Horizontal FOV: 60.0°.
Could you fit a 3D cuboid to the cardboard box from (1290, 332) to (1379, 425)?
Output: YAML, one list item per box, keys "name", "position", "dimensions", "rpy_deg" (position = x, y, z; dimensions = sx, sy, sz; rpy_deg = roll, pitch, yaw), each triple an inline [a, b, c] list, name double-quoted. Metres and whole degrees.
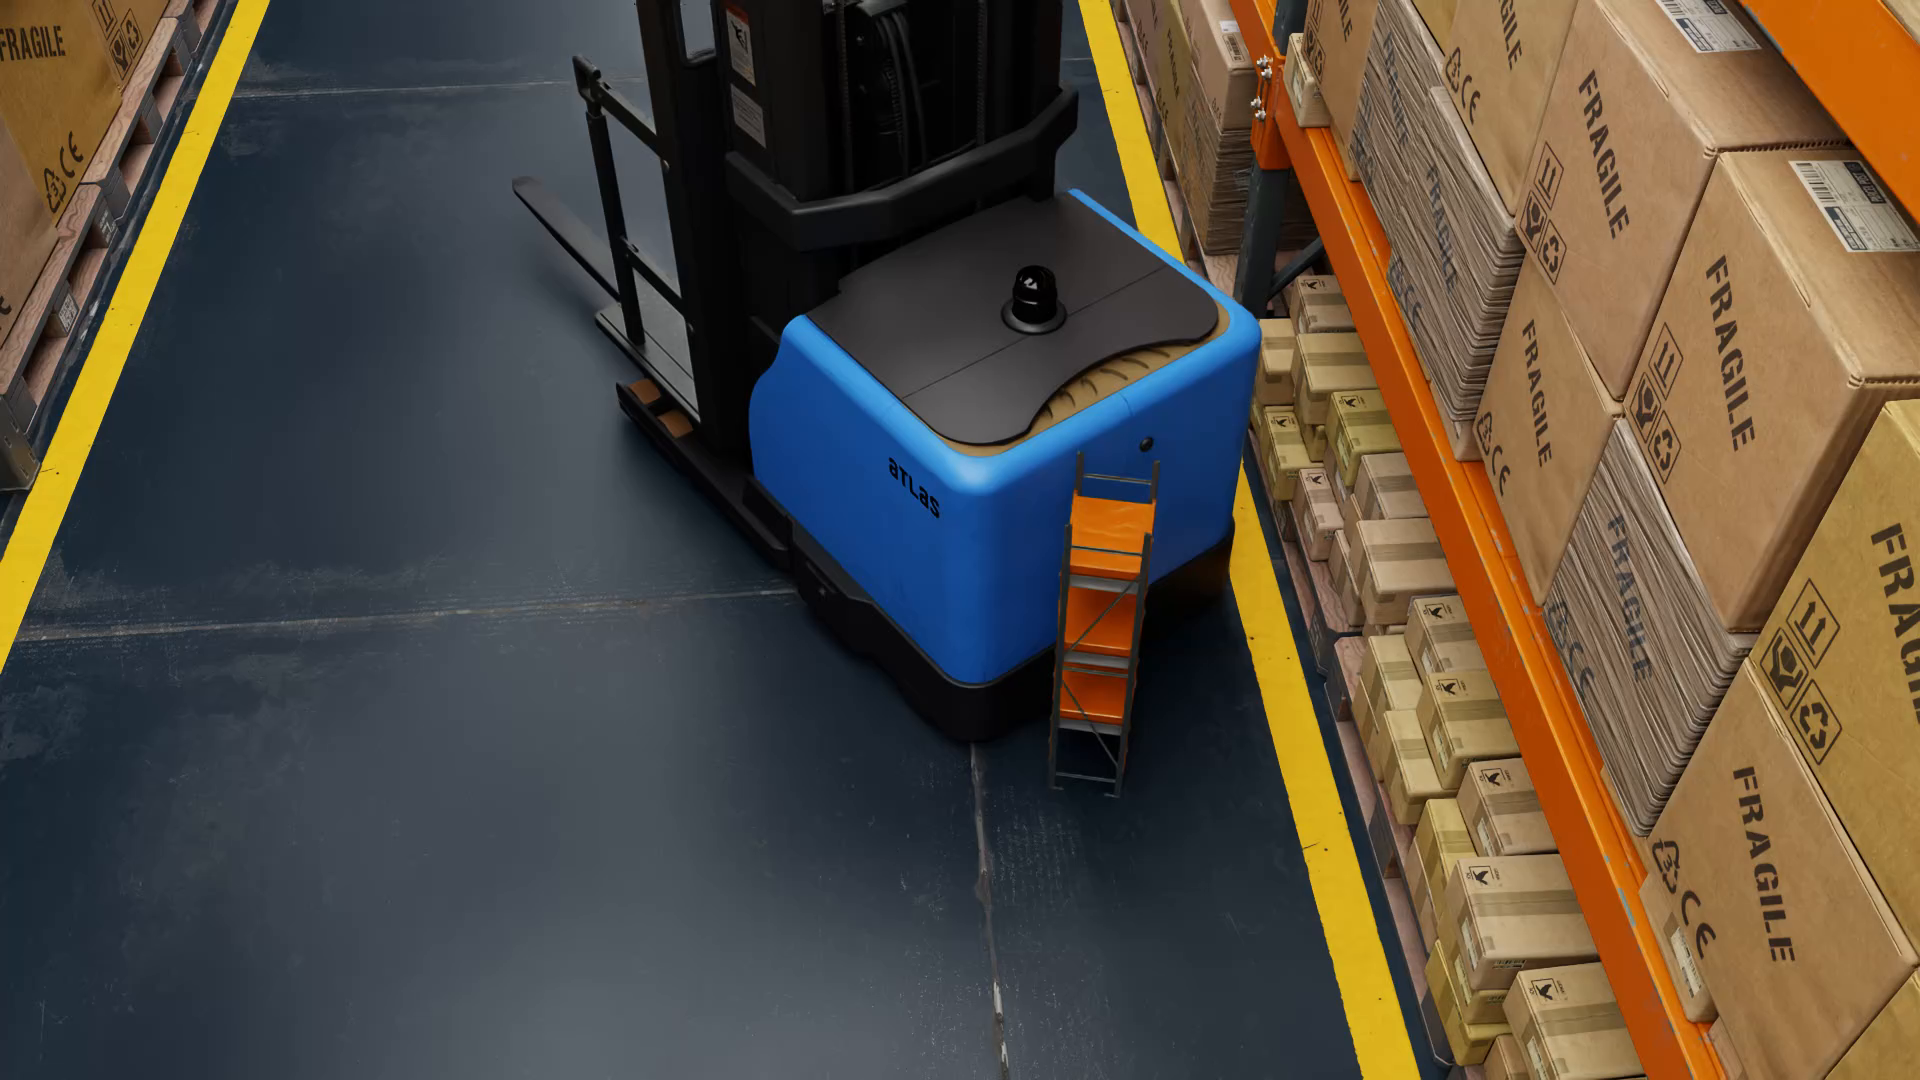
- name: "cardboard box"
  position: [1.192, -0.479, 4.902]
  dimensions: [0.380, 0.149, 0.250]
  rpy_deg: [-1, 47, -1]

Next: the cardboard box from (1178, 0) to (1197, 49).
- name: "cardboard box"
  position: [1.061, -2.014, 6.007]
  dimensions: [0.500, 0.250, 0.500]
  rpy_deg: [-1, 47, -1]

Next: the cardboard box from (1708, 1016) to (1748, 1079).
- name: "cardboard box"
  position: [1.412, 0.824, 2.576]
  dimensions: [0.380, 0.149, 0.250]
  rpy_deg: [-4, 47, -4]

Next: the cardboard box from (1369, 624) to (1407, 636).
- name: "cardboard box"
  position: [1.303, 0.188, 4.475]
  dimensions: [0.380, 0.149, 0.250]
  rpy_deg: [-2, 47, -1]

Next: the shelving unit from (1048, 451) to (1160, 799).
- name: "shelving unit"
  position: [0.361, 0.249, 4.291]
  dimensions: [0.215, 1.050, 0.252]
  rpy_deg: [7, 47, 6]

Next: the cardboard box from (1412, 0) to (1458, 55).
- name: "cardboard box"
  position: [1.259, -1.340, 3.491]
  dimensions: [0.500, 0.500, 0.500]
  rpy_deg: [-5, 47, -4]

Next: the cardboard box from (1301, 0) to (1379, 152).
- name: "cardboard box"
  position: [1.196, -1.338, 4.177]
  dimensions: [0.500, 0.500, 0.500]
  rpy_deg: [-4, 47, -4]

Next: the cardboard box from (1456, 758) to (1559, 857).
- name: "cardboard box"
  position: [1.383, 0.638, 3.844]
  dimensions: [0.380, 0.149, 0.250]
  rpy_deg: [-5, 47, -5]

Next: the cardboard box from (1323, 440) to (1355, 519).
- name: "cardboard box"
  position: [1.284, -0.208, 4.850]
  dimensions: [0.380, 0.149, 0.250]
  rpy_deg: [-4, 47, -4]

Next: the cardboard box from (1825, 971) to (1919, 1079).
- name: "cardboard box"
  position: [1.446, 0.873, 2.083]
  dimensions: [0.500, 0.500, 0.500]
  rpy_deg: [-3, 47, -2]

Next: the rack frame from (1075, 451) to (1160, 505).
- name: "rack frame"
  position: [0.381, 0.162, 4.374]
  dimensions: [0.200, 1.050, 0.008]
  rpy_deg: [7, 47, 6]

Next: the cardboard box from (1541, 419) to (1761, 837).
- name: "cardboard box"
  position: [1.356, 0.134, 2.783]
  dimensions: [0.500, 0.500, 0.500]
  rpy_deg: [-3, 47, -3]

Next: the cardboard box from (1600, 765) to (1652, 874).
- name: "cardboard box"
  position: [1.375, 0.449, 2.932]
  dimensions: [0.380, 0.149, 0.250]
  rpy_deg: [-5, 47, -5]

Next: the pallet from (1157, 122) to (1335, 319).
- name: "pallet"
  position: [1.339, -1.179, 6.221]
  dimensions: [1.003, 0.211, 1.213]
  rpy_deg: [-3, 47, -3]

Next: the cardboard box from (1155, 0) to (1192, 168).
- name: "cardboard box"
  position: [1.050, -1.751, 6.275]
  dimensions: [0.500, 0.500, 0.500]
  rpy_deg: [-4, 47, -4]

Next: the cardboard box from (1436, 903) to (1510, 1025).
- name: "cardboard box"
  position: [1.310, 0.939, 3.765]
  dimensions: [0.380, 0.149, 0.250]
  rpy_deg: [-3, 47, -3]

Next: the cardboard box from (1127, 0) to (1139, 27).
- name: "cardboard box"
  position: [0.969, -2.492, 6.976]
  dimensions: [0.500, 0.500, 0.500]
  rpy_deg: [-5, 47, -4]

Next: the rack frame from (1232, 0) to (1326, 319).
- name: "rack frame"
  position: [1.405, -1.575, 4.675]
  dimensions: [1.000, 3.000, 0.127]
  rpy_deg: [-3, 47, -3]

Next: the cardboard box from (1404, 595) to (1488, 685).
- name: "cardboard box"
  position: [1.352, 0.270, 4.193]
  dimensions: [0.380, 0.149, 0.250]
  rpy_deg: [-5, 47, -5]

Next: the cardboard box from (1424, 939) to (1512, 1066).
- name: "cardboard box"
  position: [1.312, 1.052, 3.862]
  dimensions: [0.380, 0.149, 0.250]
  rpy_deg: [-5, 47, -5]

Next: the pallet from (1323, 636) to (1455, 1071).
- name: "pallet"
  position: [1.602, 0.753, 4.392]
  dimensions: [1.003, 0.211, 1.213]
  rpy_deg: [-3, 47, -3]

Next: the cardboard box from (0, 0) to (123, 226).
- name: "cardboard box"
  position: [-3.734, -1.711, 5.979]
  dimensions: [0.875, 0.875, 0.875]
  rpy_deg: [-2, 47, -2]

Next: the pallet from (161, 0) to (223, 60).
- name: "pallet"
  position: [-3.863, -2.561, 7.530]
  dimensions: [1.003, 0.211, 1.213]
  rpy_deg: [-3, 47, -3]

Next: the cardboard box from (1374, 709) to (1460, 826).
- name: "cardboard box"
  position: [1.257, 0.554, 4.128]
  dimensions: [0.380, 0.149, 0.250]
  rpy_deg: [-3, 47, -3]

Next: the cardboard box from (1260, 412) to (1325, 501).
- name: "cardboard box"
  position: [1.138, -0.263, 5.108]
  dimensions: [0.380, 0.149, 0.250]
  rpy_deg: [-2, 47, -2]

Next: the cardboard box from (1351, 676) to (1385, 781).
- name: "cardboard box"
  position: [1.265, 0.480, 4.403]
  dimensions: [0.380, 0.149, 0.250]
  rpy_deg: [-5, 47, -4]

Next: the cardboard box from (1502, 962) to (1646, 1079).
- name: "cardboard box"
  position: [1.373, 1.027, 3.476]
  dimensions: [0.380, 0.149, 0.250]
  rpy_deg: [-5, 47, -5]

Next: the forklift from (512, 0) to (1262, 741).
- name: "forklift"
  position: [-0.489, -1.471, 4.624]
  dimensions: [1.130, 2.935, 3.031]
  rpy_deg: [-29, 53, -25]

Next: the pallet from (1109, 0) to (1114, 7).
- name: "pallet"
  position: [1.135, -2.944, 7.893]
  dimensions: [1.003, 0.211, 1.213]
  rpy_deg: [-3, 47, -3]

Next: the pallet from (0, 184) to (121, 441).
- name: "pallet"
  position: [-3.658, -0.796, 5.858]
  dimensions: [1.003, 0.211, 1.213]
  rpy_deg: [-3, 47, -3]

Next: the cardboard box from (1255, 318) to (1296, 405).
- name: "cardboard box"
  position: [1.117, -0.559, 5.183]
  dimensions: [0.380, 0.149, 0.250]
  rpy_deg: [-2, 47, -1]

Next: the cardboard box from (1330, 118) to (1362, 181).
- name: "cardboard box"
  position: [1.199, -1.081, 4.381]
  dimensions: [0.380, 0.149, 0.250]
  rpy_deg: [-2, 47, -2]

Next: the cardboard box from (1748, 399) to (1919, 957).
- name: "cardboard box"
  position: [1.412, 0.156, 2.074]
  dimensions: [0.500, 0.500, 0.500]
  rpy_deg: [-5, 47, -5]

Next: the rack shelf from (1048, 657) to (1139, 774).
- name: "rack shelf"
  position: [0.361, 0.447, 4.501]
  dimensions: [0.215, 0.259, 0.240]
  rpy_deg: [7, 47, 6]

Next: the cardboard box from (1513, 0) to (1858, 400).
- name: "cardboard box"
  position: [1.312, -0.602, 2.792]
  dimensions: [0.500, 0.500, 0.500]
  rpy_deg: [-5, 47, -5]

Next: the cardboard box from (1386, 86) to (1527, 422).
- name: "cardboard box"
  position: [1.251, -0.614, 3.491]
  dimensions: [0.500, 0.500, 0.500]
  rpy_deg: [-4, 47, -4]

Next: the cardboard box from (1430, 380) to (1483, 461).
- name: "cardboard box"
  position: [1.262, -0.314, 3.654]
  dimensions: [0.380, 0.149, 0.250]
  rpy_deg: [-2, 47, -2]

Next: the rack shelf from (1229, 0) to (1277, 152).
- name: "rack shelf"
  position: [1.238, -2.774, 6.307]
  dimensions: [1.077, 0.370, 4.000]
  rpy_deg: [-3, 47, -3]

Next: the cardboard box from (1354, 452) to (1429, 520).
- name: "cardboard box"
  position: [1.307, -0.111, 4.554]
  dimensions: [0.380, 0.149, 0.250]
  rpy_deg: [-5, 47, -4]

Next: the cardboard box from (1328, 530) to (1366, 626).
- name: "cardboard box"
  position: [1.282, 0.094, 4.769]
  dimensions: [0.380, 0.149, 0.250]
  rpy_deg: [-4, 47, -4]
